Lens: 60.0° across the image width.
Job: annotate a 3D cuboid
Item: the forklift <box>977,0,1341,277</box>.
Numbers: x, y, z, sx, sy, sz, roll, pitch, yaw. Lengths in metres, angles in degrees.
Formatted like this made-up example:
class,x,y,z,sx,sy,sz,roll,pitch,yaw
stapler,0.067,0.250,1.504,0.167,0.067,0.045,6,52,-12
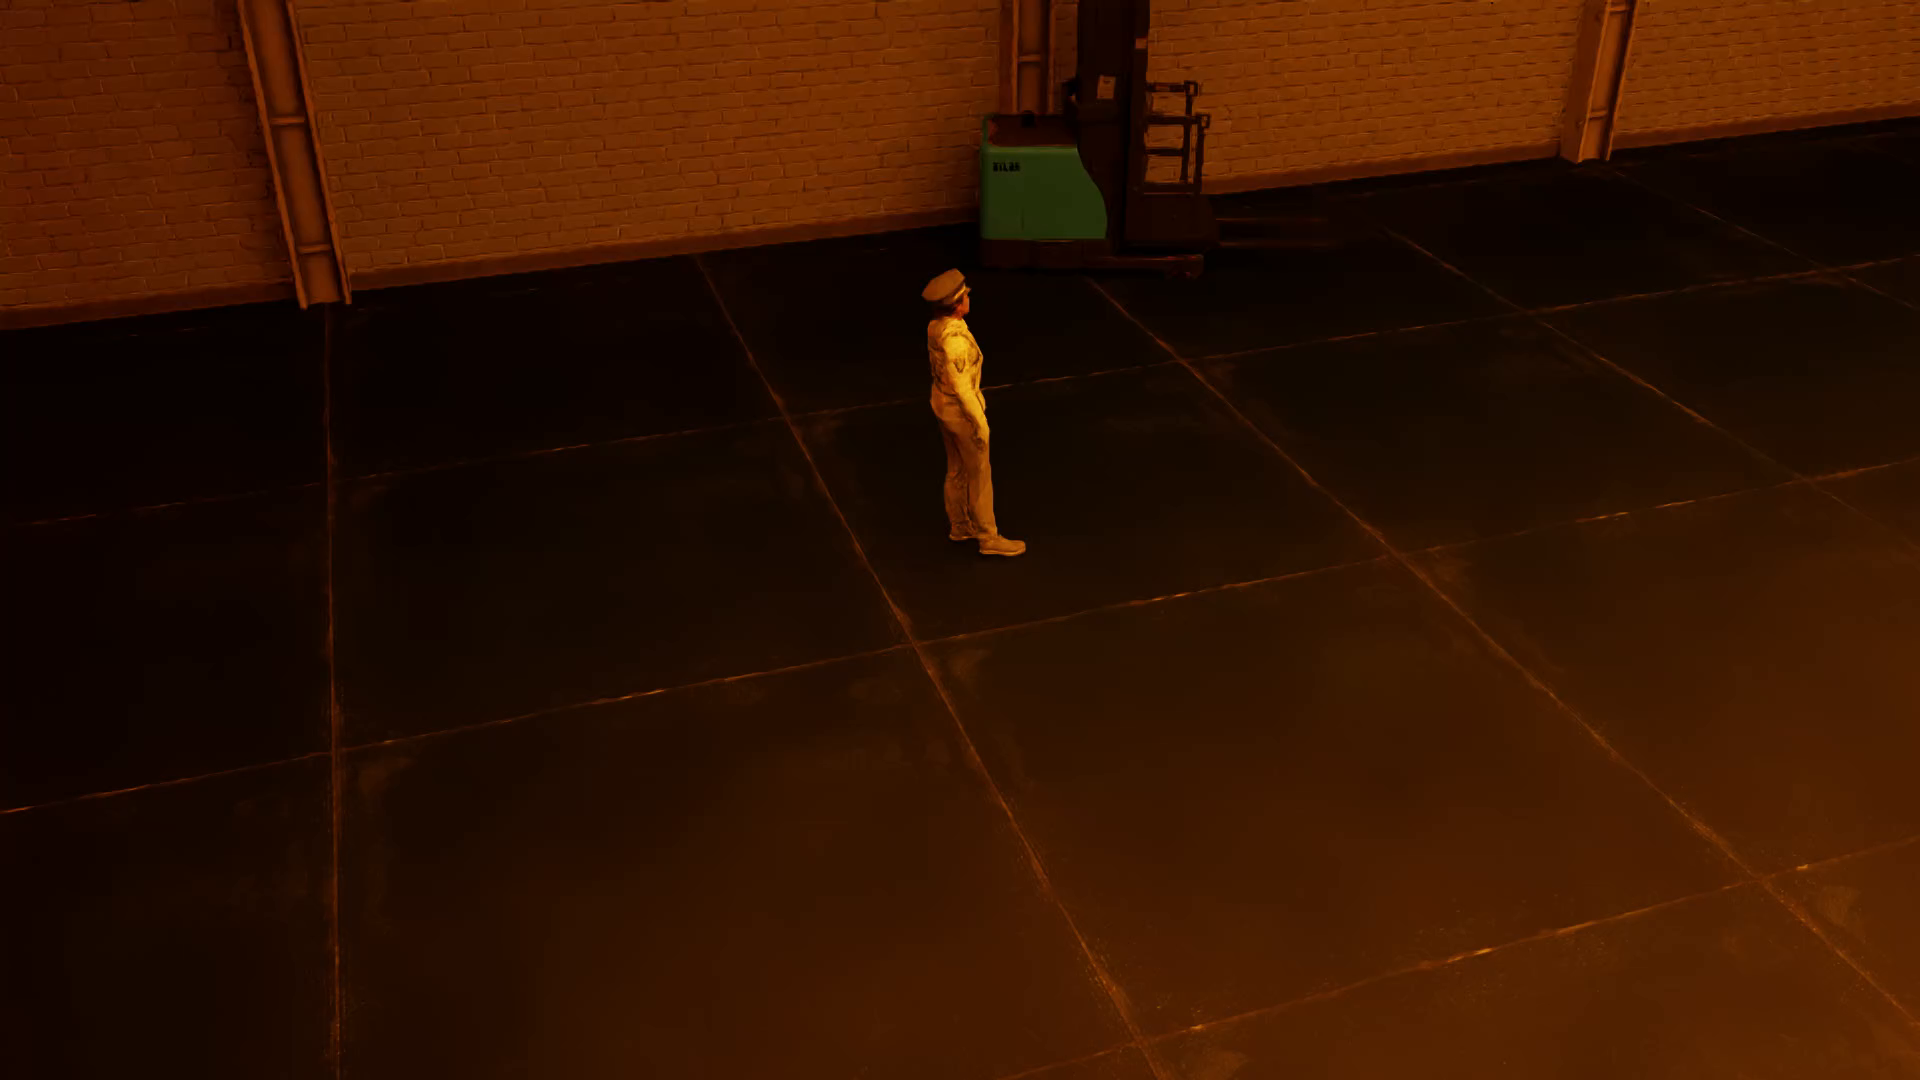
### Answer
class,x,y,z,sx,sy,sz,roll,pitch,yaw
forklift,1.670,-3.728,13.566,3.031,2.935,1.130,1,30,1

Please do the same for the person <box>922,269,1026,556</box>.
class,x,y,z,sx,sy,sz,roll,pitch,yaw
person,0.066,-0.748,9.612,0.532,1.695,0.586,-10,31,-16
